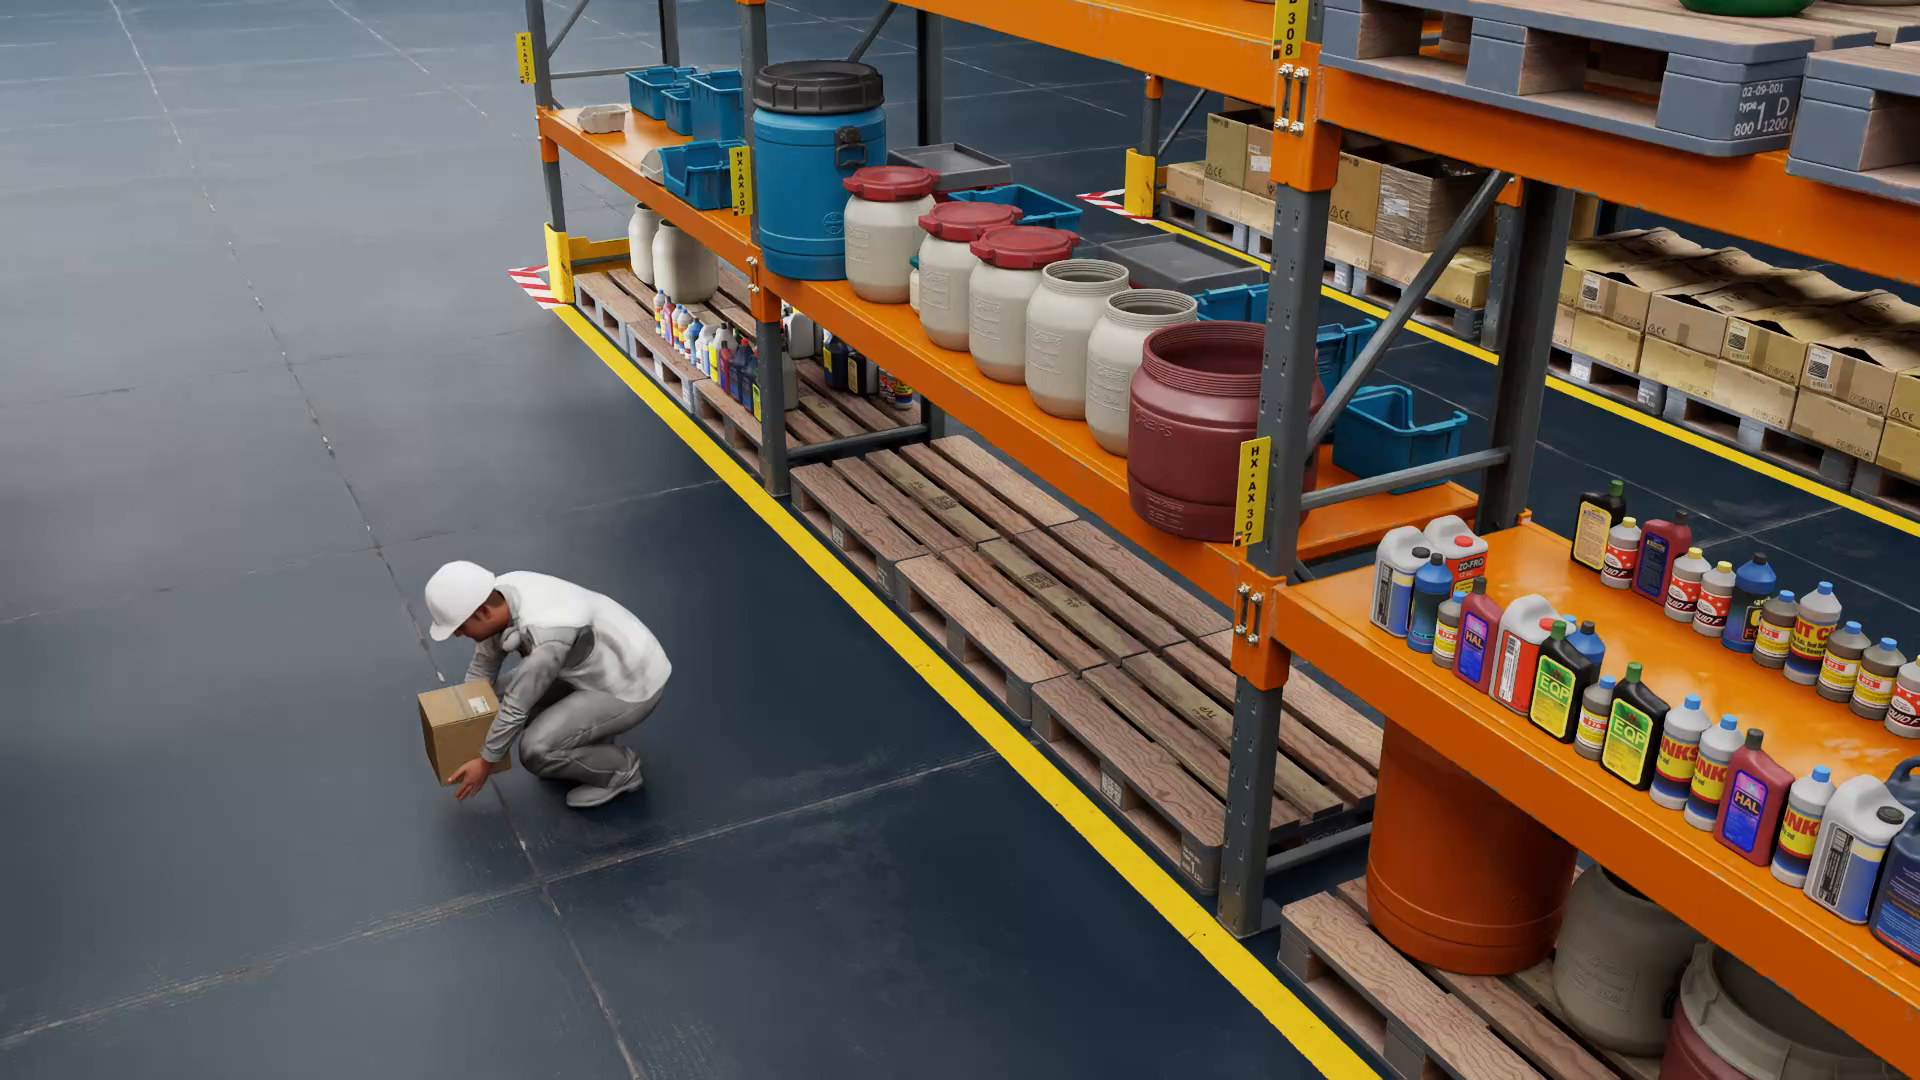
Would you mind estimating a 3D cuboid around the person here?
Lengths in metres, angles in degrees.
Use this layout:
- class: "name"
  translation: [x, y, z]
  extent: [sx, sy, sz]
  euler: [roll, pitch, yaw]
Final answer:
- class: "person"
  translation: [-1.478, 0.467, 5.990]
  extent: [0.851, 1.020, 0.515]
  euler: [-13, 28, -26]
